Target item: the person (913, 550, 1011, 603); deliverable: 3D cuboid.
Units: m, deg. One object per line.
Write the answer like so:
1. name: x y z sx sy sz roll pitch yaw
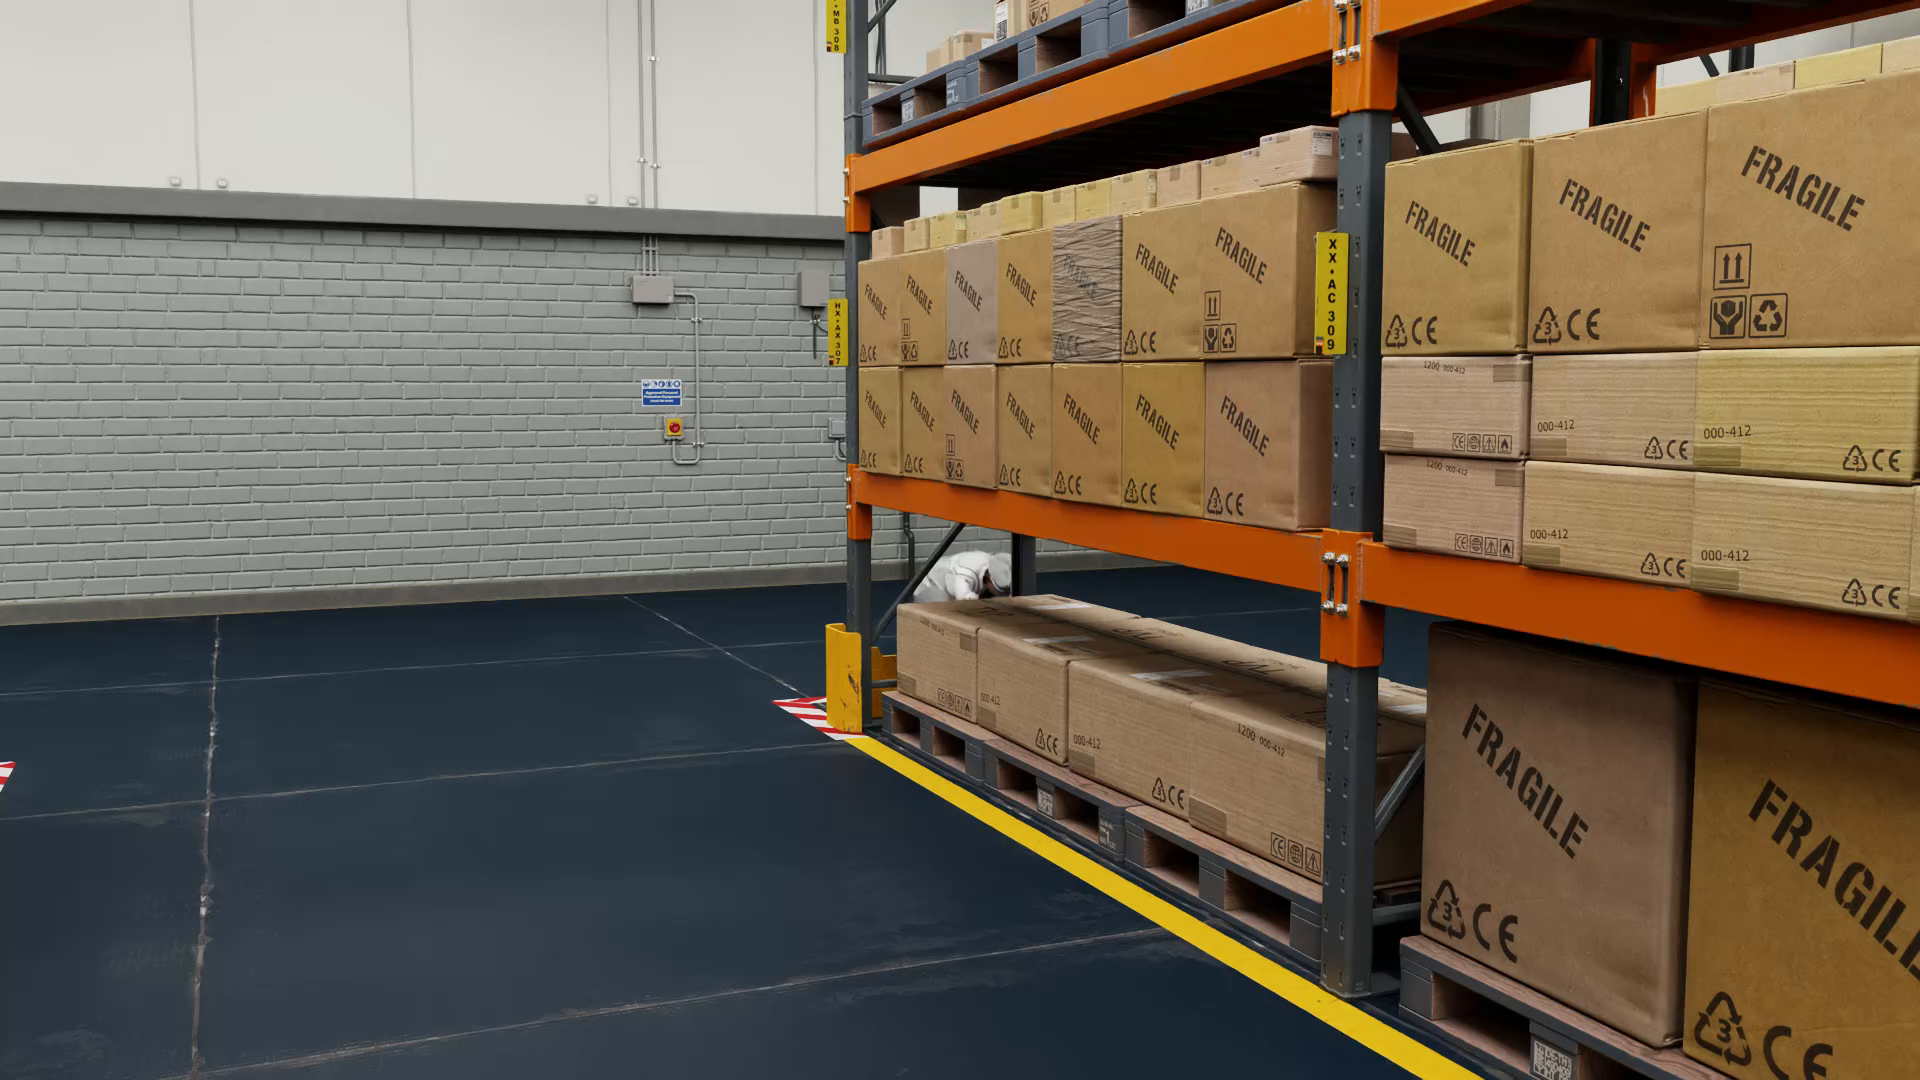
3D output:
1. person: 0.072 0.434 10.111 0.493 0.771 0.950 -3 6 -25
